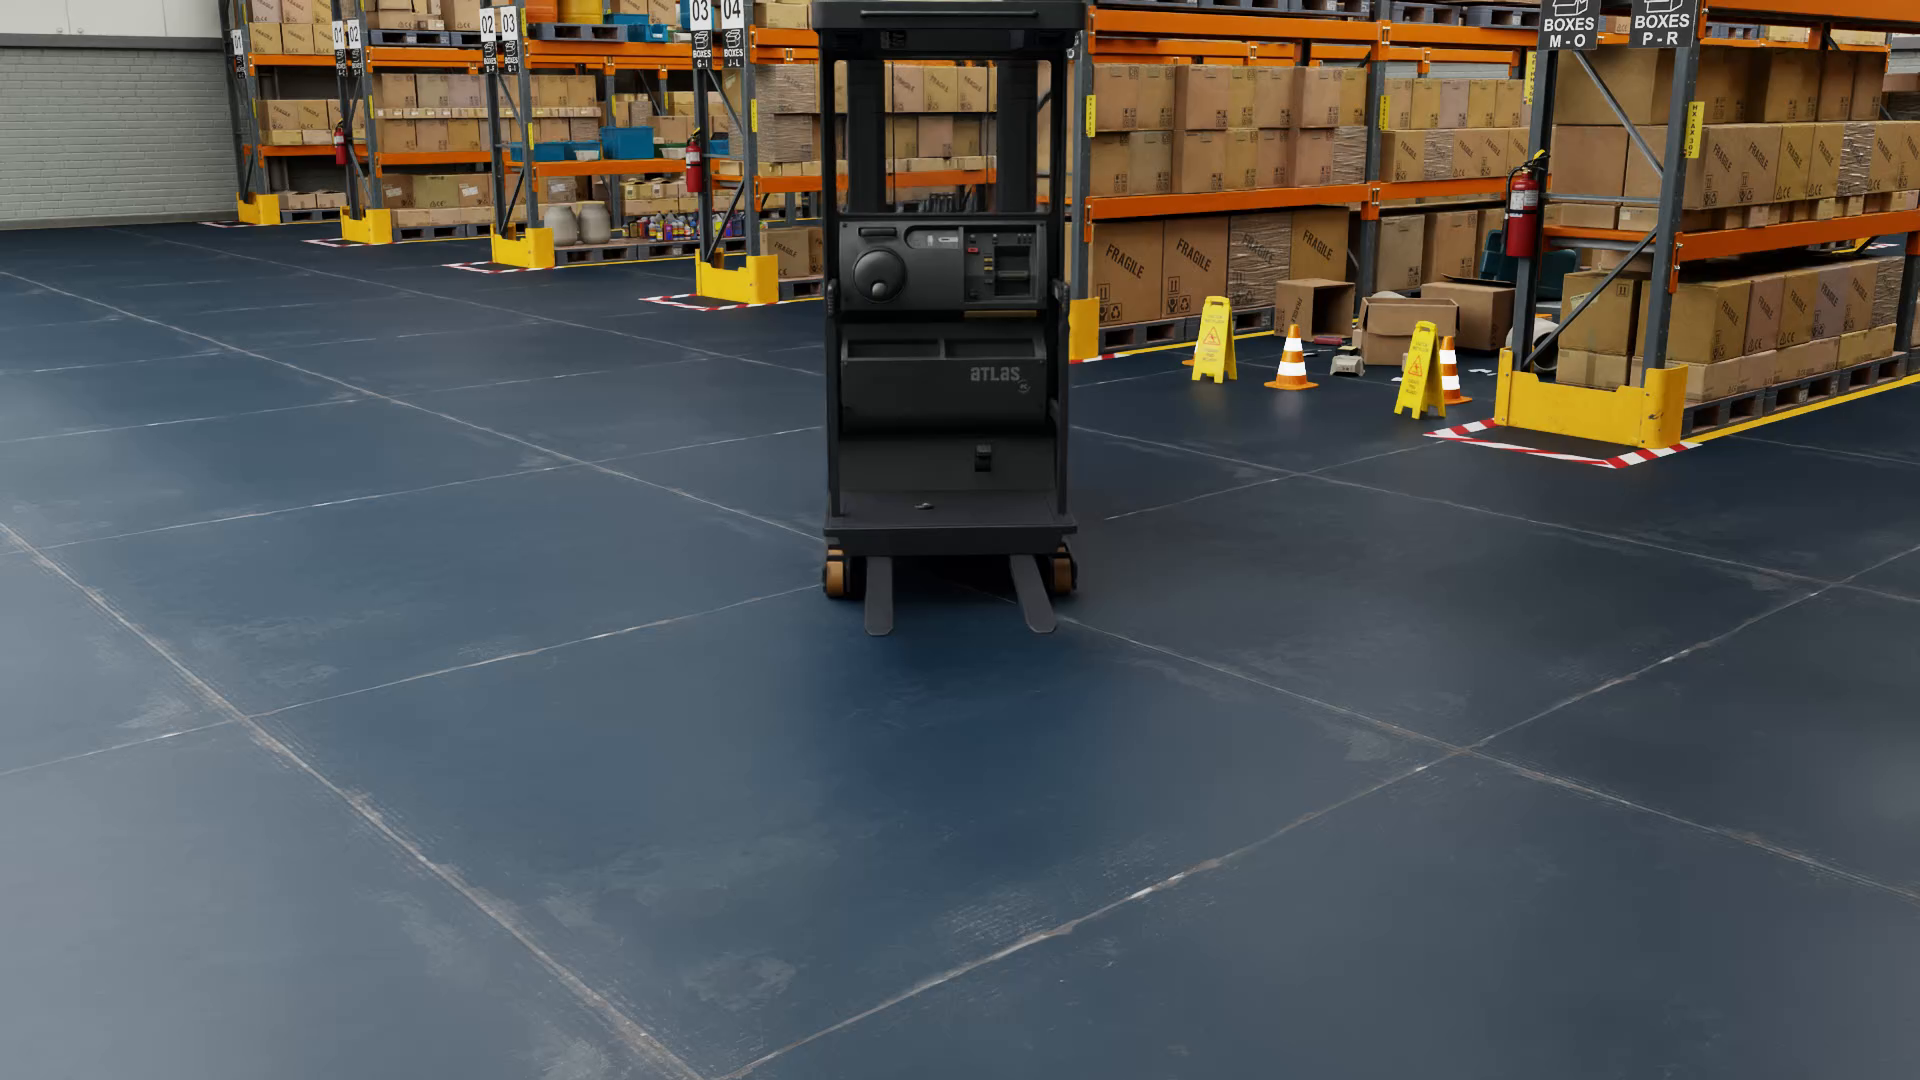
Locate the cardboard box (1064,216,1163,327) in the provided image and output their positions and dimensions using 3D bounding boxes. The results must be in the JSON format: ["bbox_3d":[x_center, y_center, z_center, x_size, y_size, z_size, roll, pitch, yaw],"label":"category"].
[{"bbox_3d":[1.166,-2.388,14.682,0.875,0.875,0.875,-13,19,-39],"label":"cardboard box"}]

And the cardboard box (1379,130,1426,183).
[{"bbox_3d":[4.289,-3.847,16.645,0.500,0.500,0.500,-12,19,-39],"label":"cardboard box"}]

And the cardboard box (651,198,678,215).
[{"bbox_3d":[-5.111,-5.655,28.121,0.500,0.250,0.500,-12,19,-38],"label":"cardboard box"}]

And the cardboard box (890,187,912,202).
[{"bbox_3d":[-1.252,-6.641,31.290,0.500,0.500,0.500,-14,20,-41],"label":"cardboard box"}]

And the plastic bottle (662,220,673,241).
[{"bbox_3d":[-3.978,-4.213,22.619,0.133,0.283,0.061,-12,19,-38],"label":"plastic bottle"}]

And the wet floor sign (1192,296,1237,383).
[{"bbox_3d":[1.976,-1.556,12.826,0.267,0.644,0.232,12,19,37],"label":"wet floor sign"}]

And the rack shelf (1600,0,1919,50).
[{"bbox_3d":[5.532,-3.578,11.414,4.000,0.370,1.077,-13,19,-39],"label":"rack shelf"}]

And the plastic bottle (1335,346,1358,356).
[{"bbox_3d":[3.304,-1.613,14.169,0.133,0.061,0.283,8,17,28],"label":"plastic bottle"}]

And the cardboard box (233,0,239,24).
[{"bbox_3d":[-12.083,-9.074,28.426,0.500,0.500,0.500,-12,19,-37],"label":"cardboard box"}]

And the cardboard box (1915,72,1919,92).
[{"bbox_3d":[7.628,-3.534,12.828,0.250,0.149,0.380,-13,20,-40],"label":"cardboard box"}]

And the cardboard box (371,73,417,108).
[{"bbox_3d":[-8.581,-6.757,25.025,0.500,0.500,0.700,-13,19,-39],"label":"cardboard box"}]

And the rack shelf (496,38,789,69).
[{"bbox_3d":[-4.224,-6.472,22.247,4.000,0.370,1.077,-13,19,-39],"label":"rack shelf"}]

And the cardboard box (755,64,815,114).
[{"bbox_3d":[-1.888,-4.782,17.633,0.500,0.500,0.500,-13,19,-39],"label":"cardboard box"}]

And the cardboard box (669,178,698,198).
[{"bbox_3d":[-4.718,-6.012,28.374,0.500,0.311,0.500,-14,20,-41],"label":"cardboard box"}]

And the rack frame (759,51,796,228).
[{"bbox_3d":[-2.715,-5.709,23.810,0.127,3.000,1.000,-13,19,-39],"label":"rack frame"}]

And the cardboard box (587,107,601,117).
[{"bbox_3d":[-6.029,-6.948,26.997,0.250,0.149,0.380,-13,20,-39],"label":"cardboard box"}]

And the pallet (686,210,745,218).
[{"bbox_3d":[-4.513,-5.667,29.055,1.213,0.211,1.003,-13,19,-39],"label":"pallet"}]

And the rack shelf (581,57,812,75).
[{"bbox_3d":[-4.455,-8.114,28.396,4.000,0.370,1.077,-13,19,-39],"label":"rack shelf"}]

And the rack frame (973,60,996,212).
[{"bbox_3d":[0.536,-4.744,20.200,0.127,3.000,1.000,-13,19,-39],"label":"rack frame"}]

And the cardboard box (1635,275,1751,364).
[{"bbox_3d":[4.831,-1.461,10.970,0.500,0.500,0.500,-14,20,-41],"label":"cardboard box"}]

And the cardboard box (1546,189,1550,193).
[{"bbox_3d":[9.158,-5.830,27.566,0.875,0.875,0.875,-13,19,-39],"label":"cardboard box"}]

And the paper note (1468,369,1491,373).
[{"bbox_3d":[4.169,-1.360,13.304,0.142,0.019,0.148,-6,16,-20],"label":"paper note"}]

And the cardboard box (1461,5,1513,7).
[{"bbox_3d":[5.665,-5.903,18.006,0.500,0.250,0.500,-12,19,-38],"label":"cardboard box"}]

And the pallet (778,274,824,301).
[{"bbox_3d":[-1.788,-2.863,18.560,1.213,0.211,1.003,-13,19,-39],"label":"pallet"}]

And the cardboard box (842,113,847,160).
[{"bbox_3d":[-1.345,-4.531,18.631,0.500,0.500,0.875,-13,19,-39],"label":"cardboard box"}]

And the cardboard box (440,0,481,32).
[{"bbox_3d":[-7.549,-7.992,25.267,0.500,0.500,0.500,-13,19,-39],"label":"cardboard box"}]

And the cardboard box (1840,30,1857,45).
[{"bbox_3d":[11.836,-6.874,22.648,0.500,0.250,0.500,-12,19,-37],"label":"cardboard box"}]

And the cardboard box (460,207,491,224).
[{"bbox_3d":[-7.679,-5.088,26.000,0.500,0.250,0.500,-13,19,-39],"label":"cardboard box"}]

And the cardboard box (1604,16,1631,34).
[{"bbox_3d":[7.339,-5.982,18.826,0.500,0.500,0.500,-13,19,-39],"label":"cardboard box"}]

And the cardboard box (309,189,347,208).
[{"bbox_3d":[-11.225,-6.070,29.518,0.500,0.311,0.500,-11,18,-35],"label":"cardboard box"}]

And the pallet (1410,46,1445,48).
[{"bbox_3d":[7.195,-7.643,25.409,1.213,0.211,1.003,-13,19,-39],"label":"pallet"}]

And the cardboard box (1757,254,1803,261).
[{"bbox_3d":[6.023,-1.912,12.655,0.500,0.500,0.500,-12,19,-37],"label":"cardboard box"}]

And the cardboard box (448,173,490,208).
[{"bbox_3d":[-7.686,-5.453,25.912,0.500,0.500,0.500,-13,19,-39],"label":"cardboard box"}]

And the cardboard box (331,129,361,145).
[{"bbox_3d":[-10.889,-7.094,29.247,0.500,0.250,0.500,-13,20,-40],"label":"cardboard box"}]

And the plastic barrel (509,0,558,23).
[{"bbox_3d":[-5.450,-6.998,21.177,0.708,0.830,0.600,-13,19,-39],"label":"plastic barrel"}]

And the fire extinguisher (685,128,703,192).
[{"bbox_3d":[-2.870,-4.100,17.936,0.183,0.674,0.296,-13,19,-39],"label":"fire extinguisher"}]

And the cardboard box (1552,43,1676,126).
[{"bbox_3d":[4.266,-2.942,10.743,0.500,0.500,0.700,-13,20,-41],"label":"cardboard box"}]

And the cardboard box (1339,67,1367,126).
[{"bbox_3d":[3.415,-4.300,16.153,0.550,0.550,0.875,-13,19,-39],"label":"cardboard box"}]

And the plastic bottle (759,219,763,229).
[{"bbox_3d":[-2.862,-4.463,23.558,0.133,0.283,0.061,-11,19,-37],"label":"plastic bottle"}]

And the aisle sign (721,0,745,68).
[{"bbox_3d":[-2.331,-5.254,17.069,0.004,0.787,0.394,-13,19,-39],"label":"aisle sign"}]

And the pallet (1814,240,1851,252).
[{"bbox_3d":[12.075,-4.304,23.953,1.213,0.211,1.003,-13,19,-39],"label":"pallet"}]

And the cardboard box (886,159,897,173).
[{"bbox_3d":[-0.915,-4.183,18.583,0.250,0.149,0.380,-13,19,-39],"label":"cardboard box"}]

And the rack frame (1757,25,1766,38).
[{"bbox_3d":[9.751,-5.117,21.594,0.127,3.000,1.000,-13,19,-39],"label":"rack frame"}]

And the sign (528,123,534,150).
[{"bbox_3d":[-5.375,-5.057,20.833,0.005,0.325,0.100,-13,19,-39],"label":"sign"}]

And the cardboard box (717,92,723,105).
[{"bbox_3d":[-4.910,-9.082,34.178,0.500,0.250,0.500,-12,19,-39],"label":"cardboard box"}]

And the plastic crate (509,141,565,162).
[{"bbox_3d":[-5.552,-5.102,21.827,0.616,0.251,0.499,-13,19,-39],"label":"plastic crate"}]

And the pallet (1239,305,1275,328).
[{"bbox_3d":[3.091,-2.301,16.455,1.213,0.211,1.003,-13,19,-39],"label":"pallet"}]

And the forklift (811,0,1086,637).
[{"bbox_3d":[-0.061,-1.248,7.241,1.130,2.935,3.031,-1,15,-2],"label":"forklift"}]

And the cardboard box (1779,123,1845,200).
[{"bbox_3d":[5.714,-2.619,11.470,0.500,0.500,0.500,-13,20,-40],"label":"cardboard box"}]

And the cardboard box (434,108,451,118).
[{"bbox_3d":[-7.966,-6.512,25.366,0.250,0.149,0.380,-13,20,-40],"label":"cardboard box"}]

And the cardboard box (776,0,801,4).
[{"bbox_3d":[-1.863,-5.663,17.344,0.250,0.149,0.380,-12,19,-38],"label":"cardboard box"}]

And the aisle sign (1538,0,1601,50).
[{"bbox_3d":[3.787,-3.440,10.277,0.004,0.787,0.394,-13,19,-39],"label":"aisle sign"}]

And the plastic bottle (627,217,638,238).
[{"bbox_3d":[-4.559,-4.351,23.138,0.133,0.283,0.061,-12,19,-38],"label":"plastic bottle"}]

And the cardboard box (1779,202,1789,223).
[{"bbox_3d":[5.405,-2.249,11.344,0.250,0.149,0.380,-12,19,-37],"label":"cardboard box"}]

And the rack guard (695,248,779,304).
[{"bbox_3d":[-2.424,-2.872,18.034,0.348,0.500,1.175,-13,19,-39],"label":"rack guard"}]
